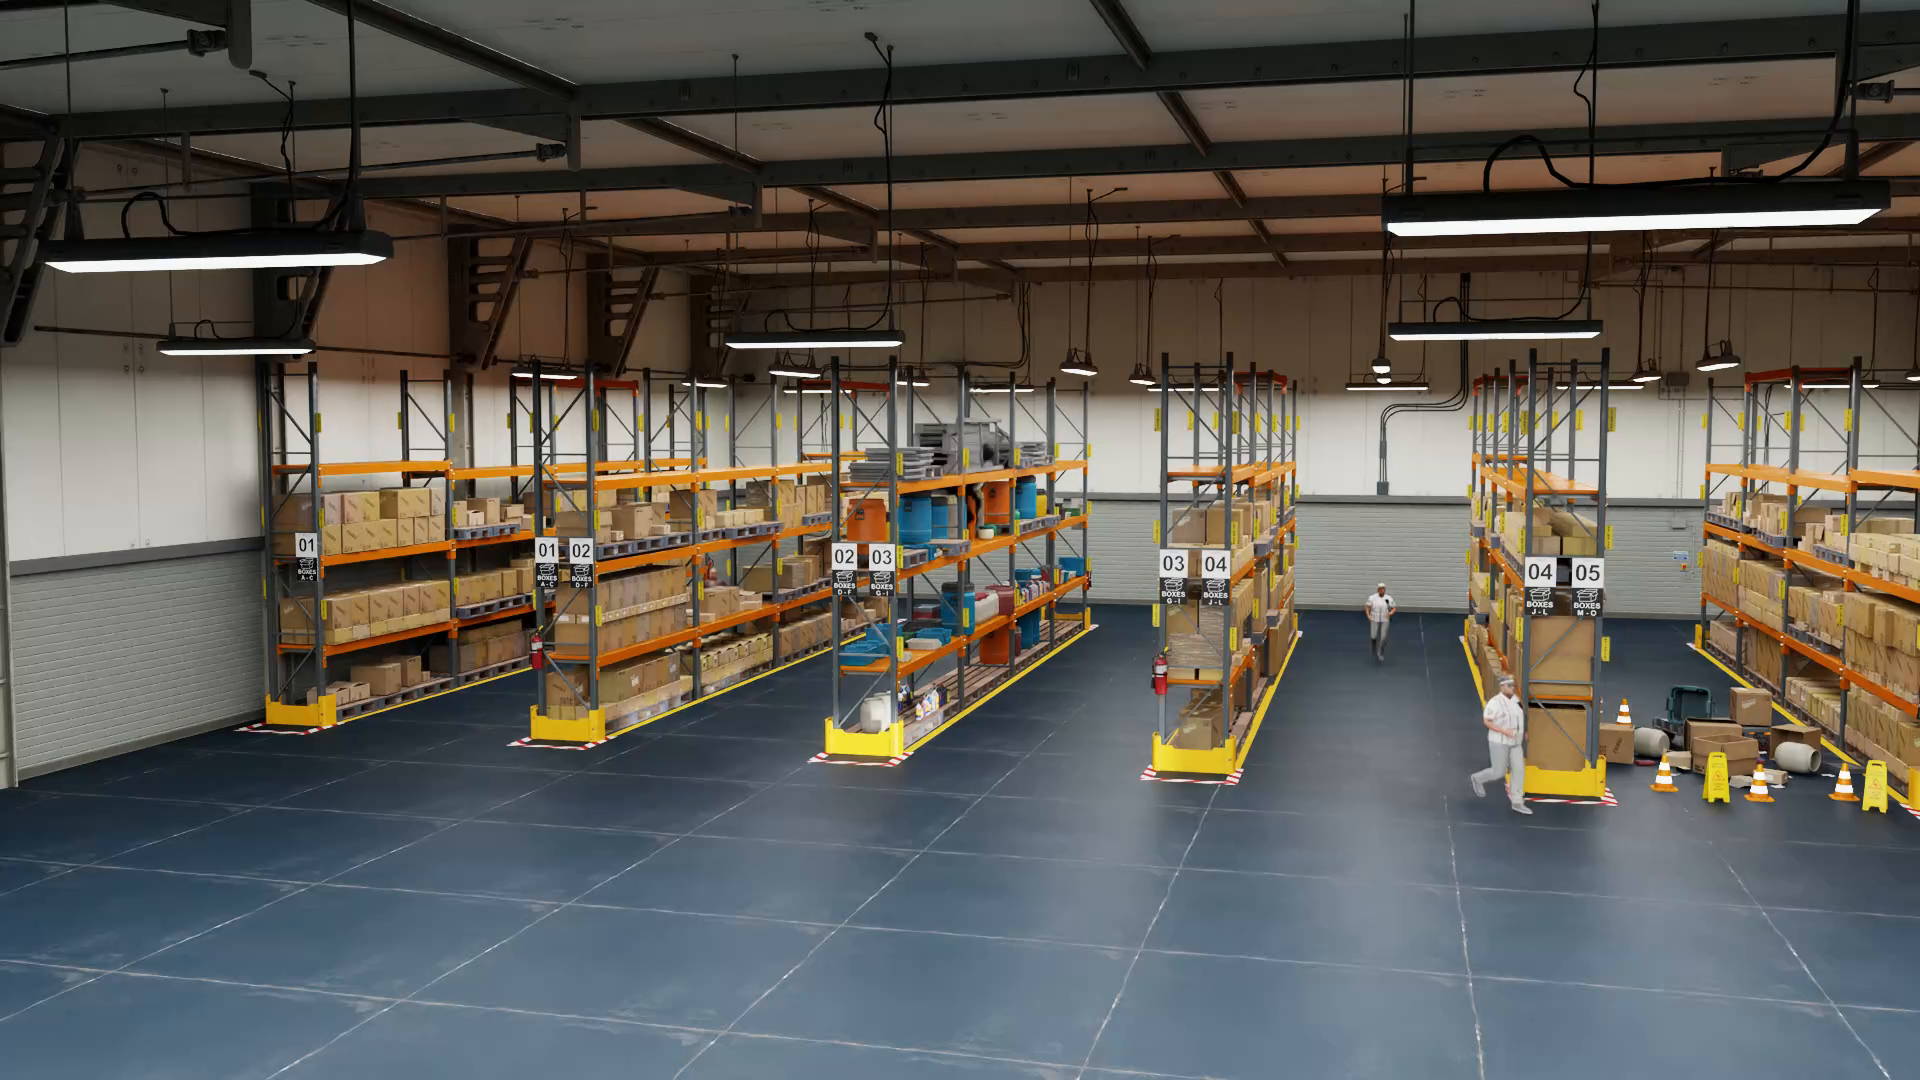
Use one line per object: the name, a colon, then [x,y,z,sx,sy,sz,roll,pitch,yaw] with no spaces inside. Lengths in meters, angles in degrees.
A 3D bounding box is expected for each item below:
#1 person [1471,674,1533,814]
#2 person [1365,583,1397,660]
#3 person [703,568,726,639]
person: [7.054,2.606,21.544,0.674,1.771,0.929,-2,5,-28]
person: [8.888,1.724,35.150,0.657,1.628,0.531,1,4,15]
person: [-5.494,1.535,36.888,0.679,1.816,0.800,0,4,5]
